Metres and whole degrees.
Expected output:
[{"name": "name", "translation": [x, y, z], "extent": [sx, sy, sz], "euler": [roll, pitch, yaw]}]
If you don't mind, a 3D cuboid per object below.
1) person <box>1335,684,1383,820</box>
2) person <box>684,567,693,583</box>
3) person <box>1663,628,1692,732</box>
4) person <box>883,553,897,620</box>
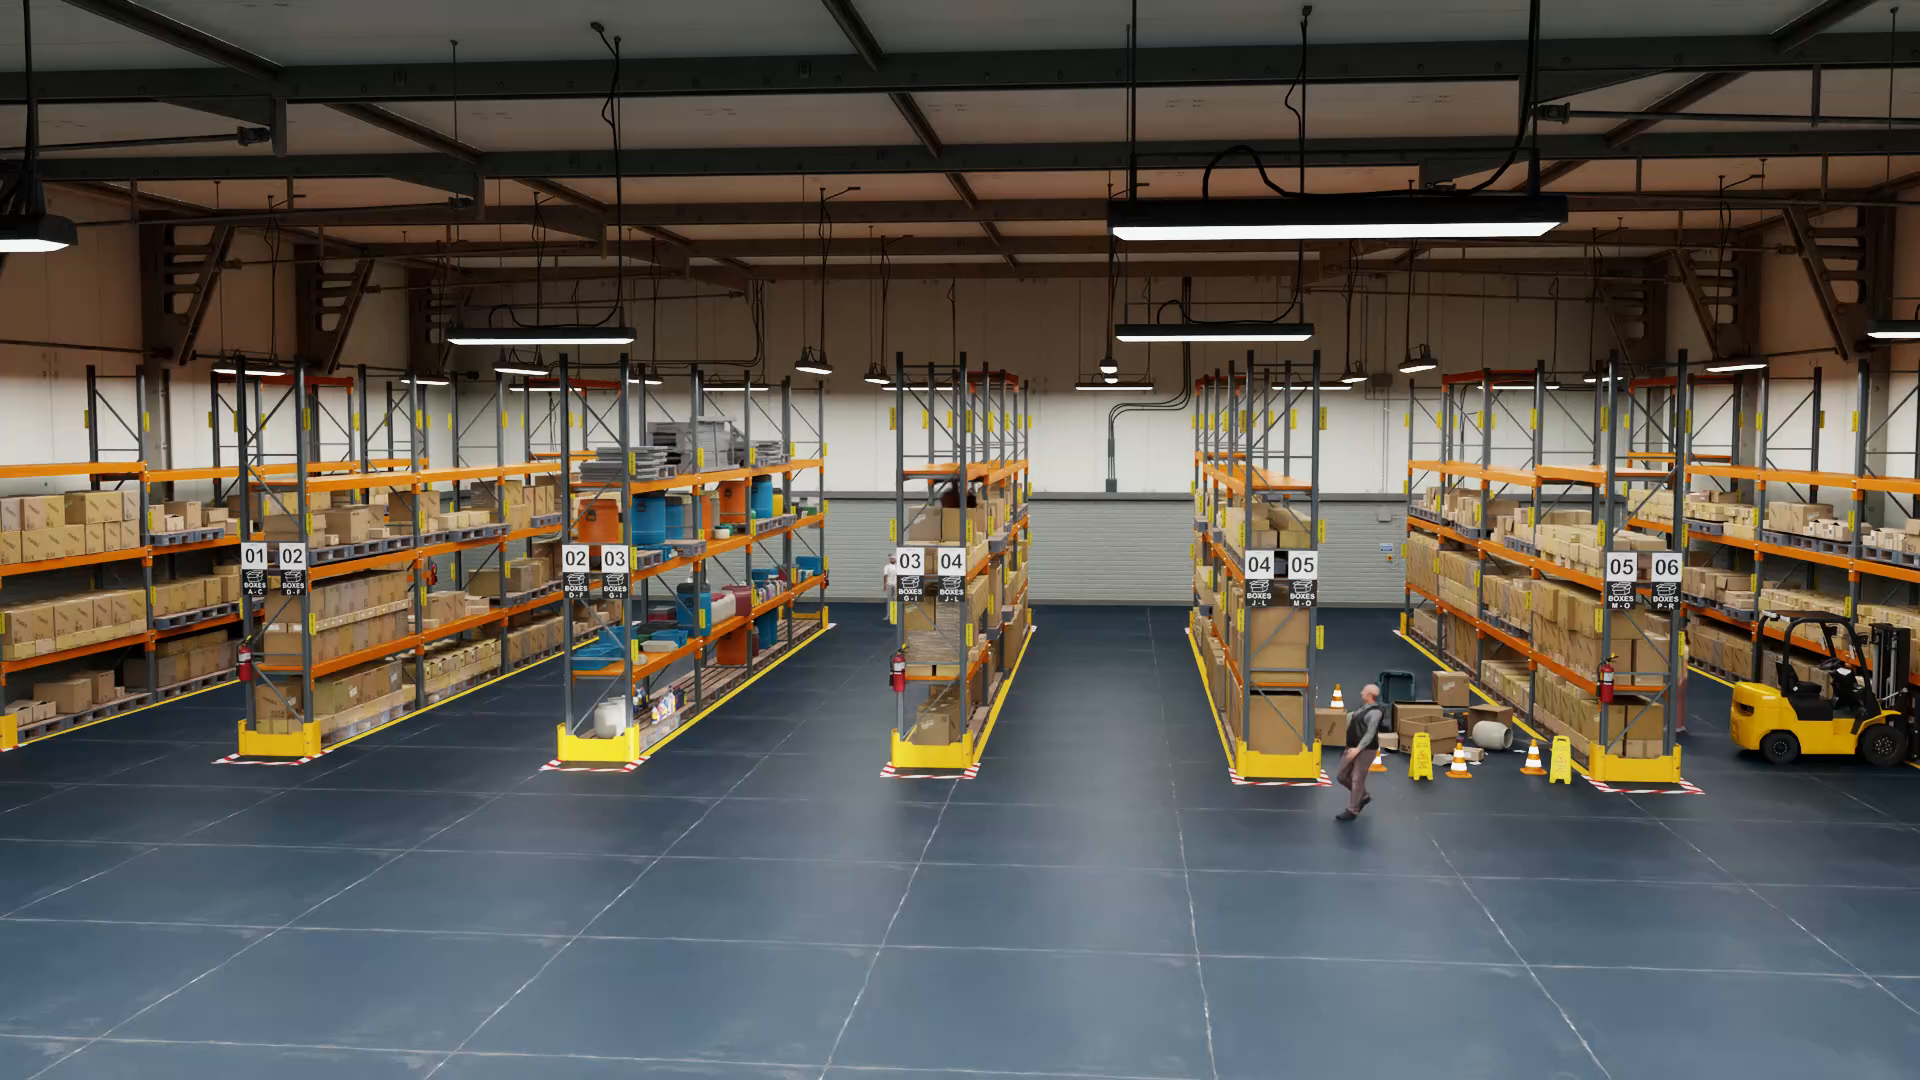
[{"name": "person", "translation": [4.992, 2.661, 20.958], "extent": [0.628, 1.697, 0.601], "euler": [-2, 4, -23]}, {"name": "person", "translation": [-6.032, 1.478, 37.665], "extent": [0.631, 1.778, 0.940], "euler": [0, 4, 6]}, {"name": "person", "translation": [11.642, 2.263, 26.969], "extent": [0.372, 1.676, 0.505], "euler": [3, 5, 32]}, {"name": "person", "translation": [-1.670, 1.173, 42.156], "extent": [0.536, 1.676, 0.500], "euler": [1, 4, 10]}]
